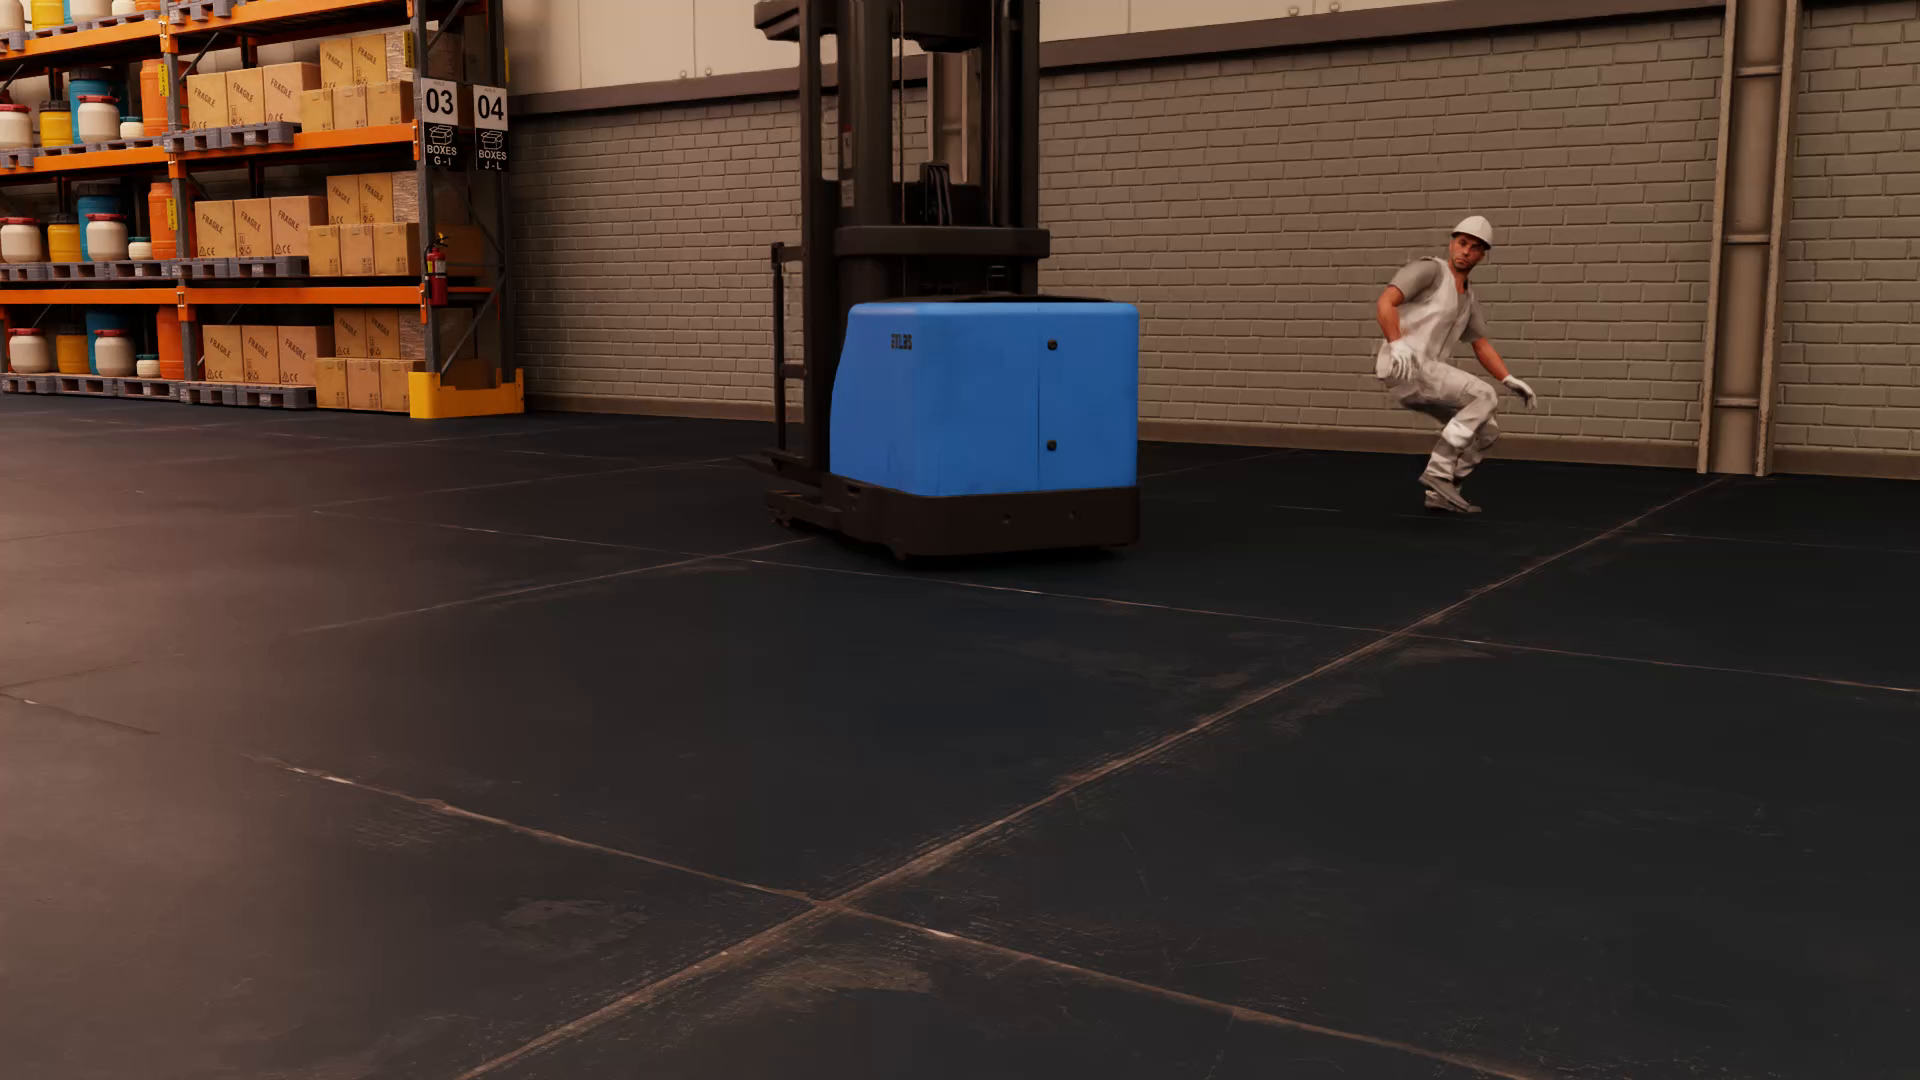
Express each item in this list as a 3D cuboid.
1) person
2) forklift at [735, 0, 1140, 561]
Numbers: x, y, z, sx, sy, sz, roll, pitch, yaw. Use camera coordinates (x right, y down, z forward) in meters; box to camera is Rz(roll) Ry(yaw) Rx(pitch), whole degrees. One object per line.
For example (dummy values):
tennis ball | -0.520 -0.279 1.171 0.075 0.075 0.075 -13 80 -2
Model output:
person | 2.452 -0.842 8.304 0.680 1.537 0.811 6 10 35
forklift | -0.320 -1.533 7.973 1.130 2.935 3.031 -4 9 -25
